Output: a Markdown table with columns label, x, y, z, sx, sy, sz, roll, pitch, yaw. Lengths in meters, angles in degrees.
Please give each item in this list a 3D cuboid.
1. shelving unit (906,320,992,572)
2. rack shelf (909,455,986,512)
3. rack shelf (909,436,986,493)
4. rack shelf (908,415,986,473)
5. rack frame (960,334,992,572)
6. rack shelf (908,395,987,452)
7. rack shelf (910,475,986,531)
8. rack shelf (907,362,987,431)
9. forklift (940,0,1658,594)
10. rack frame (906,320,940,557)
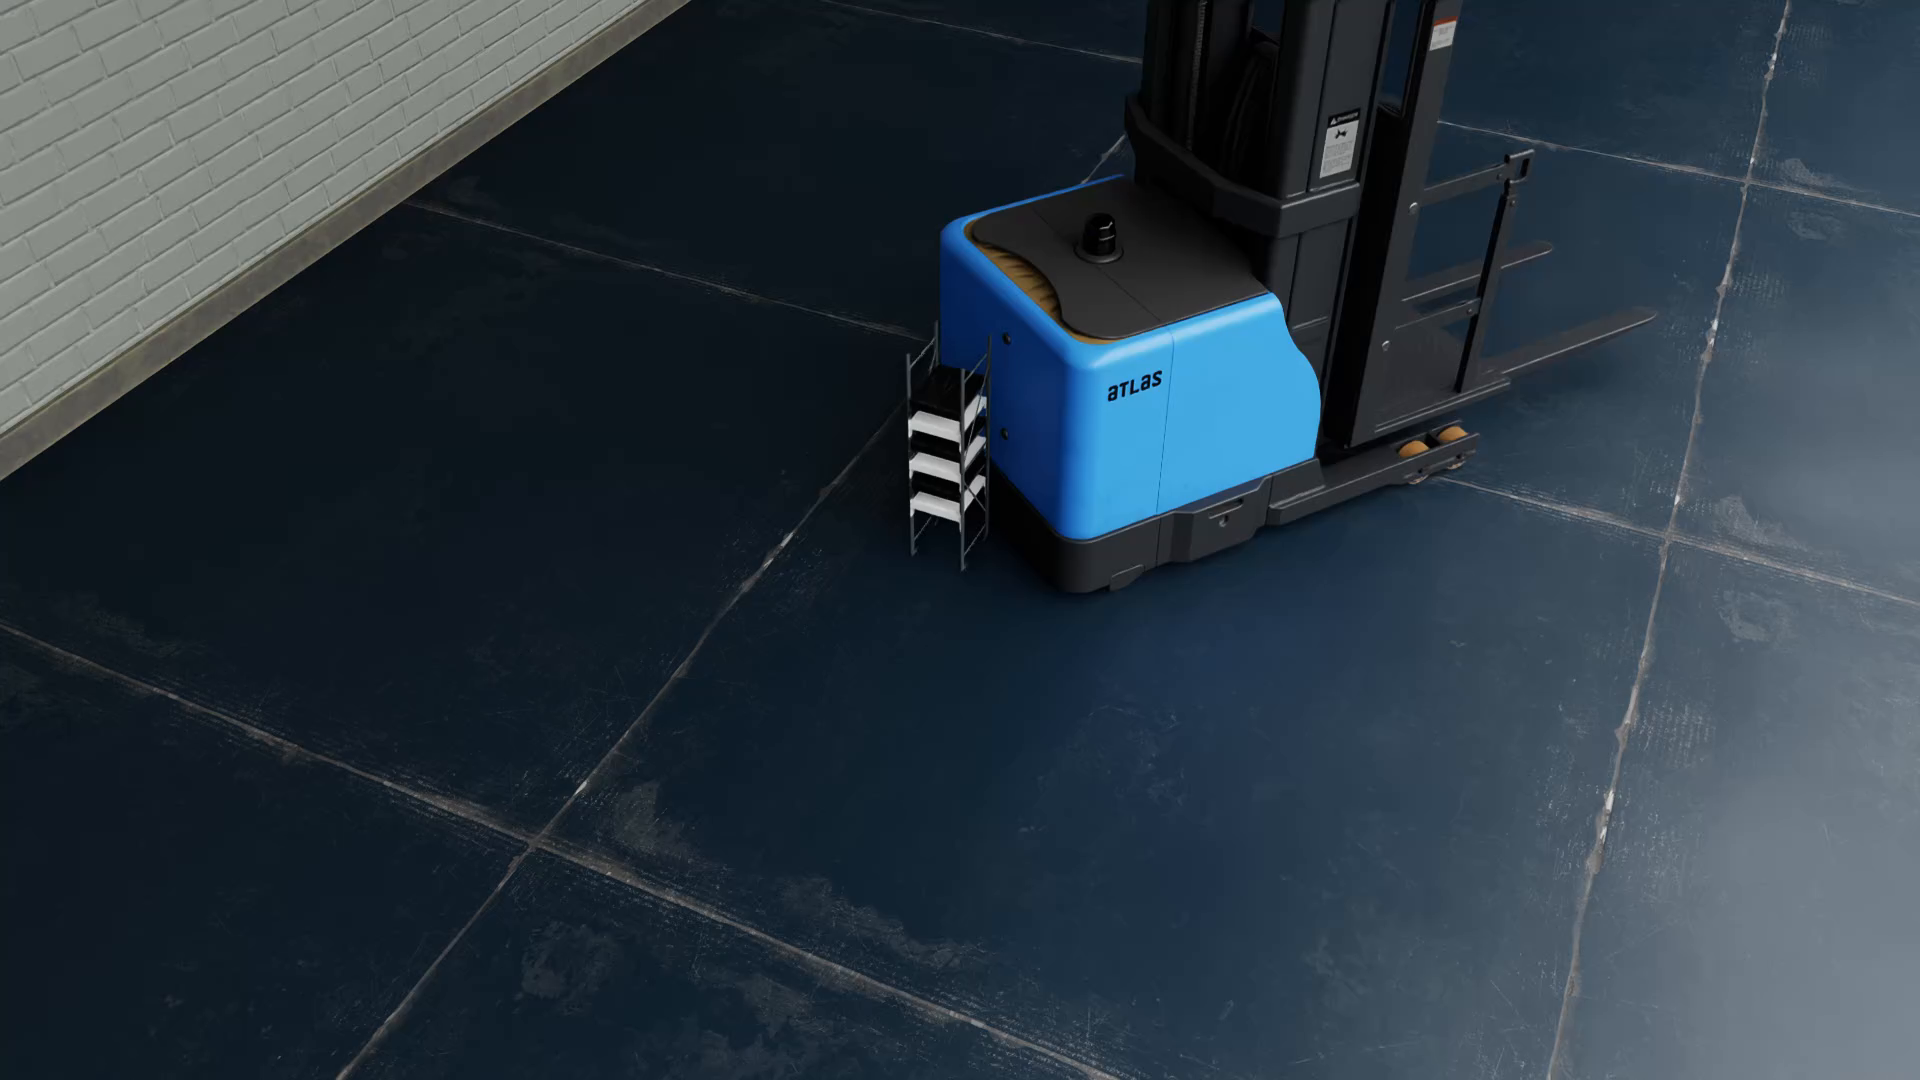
| label | x | y | z | sx | sy | sz | roll | pitch | yaw |
| --- | --- | --- | --- | --- | --- | --- | --- | --- | --- |
| shelving unit | -0.037 | -0.322 | 5.934 | 0.210 | 0.900 | 0.258 | 17 | 44 | 19 |
| rack shelf | -0.037 | -0.229 | 6.015 | 0.200 | 0.077 | 0.258 | 17 | 44 | 19 |
| rack shelf | -0.037 | -0.297 | 5.956 | 0.200 | 0.077 | 0.258 | 17 | 44 | 19 |
| rack shelf | -0.037 | -0.365 | 5.897 | 0.200 | 0.077 | 0.258 | 17 | 44 | 19 |
| rack frame | 0.055 | -0.294 | 5.902 | 0.006 | 0.900 | 0.240 | 17 | 44 | 19 |
| rack shelf | -0.037 | -0.433 | 5.838 | 0.200 | 0.077 | 0.258 | 17 | 44 | 19 |
| rack shelf | -0.037 | -0.161 | 6.074 | 0.200 | 0.077 | 0.258 | 17 | 44 | 19 |
| rack shelf | -0.037 | -0.501 | 5.779 | 0.200 | 0.077 | 0.258 | 17 | 44 | 19 |
| forklift | 1.456 | -1.612 | 5.872 | 3.031 | 2.935 | 1.130 | -20 | 45 | -21 |
| rack frame | -0.130 | -0.350 | 5.967 | 0.006 | 0.900 | 0.240 | 17 | 44 | 19 |
